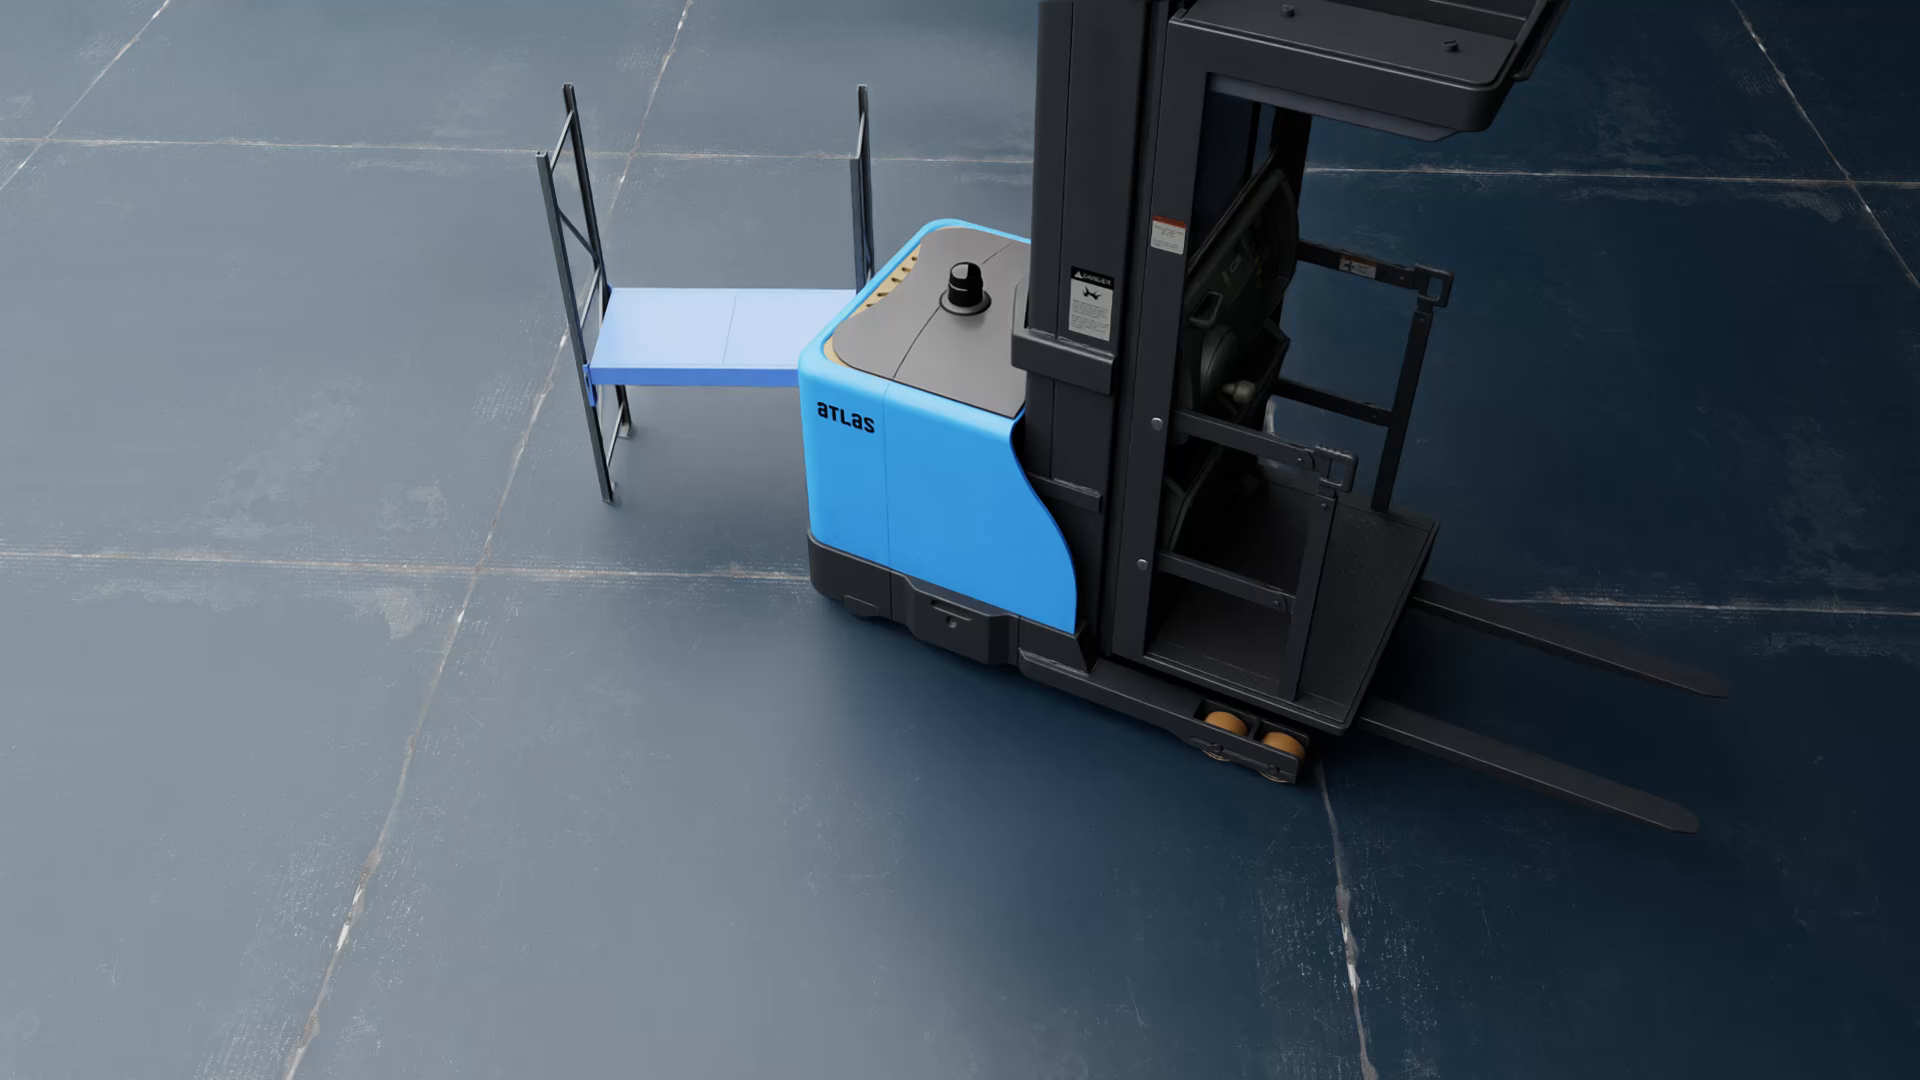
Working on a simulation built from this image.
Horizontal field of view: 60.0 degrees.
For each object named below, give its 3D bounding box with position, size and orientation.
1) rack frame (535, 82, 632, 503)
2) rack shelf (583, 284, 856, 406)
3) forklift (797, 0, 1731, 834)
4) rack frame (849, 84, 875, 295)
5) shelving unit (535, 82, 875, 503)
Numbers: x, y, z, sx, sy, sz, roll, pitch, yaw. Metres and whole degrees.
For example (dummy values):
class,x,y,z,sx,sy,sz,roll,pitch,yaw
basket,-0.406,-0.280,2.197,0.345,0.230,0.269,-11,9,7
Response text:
class,x,y,z,sx,sy,sz,roll,pitch,yaw
rack frame,-1.356,-0.863,6.076,0.032,1.500,0.500,1,43,1
rack shelf,-0.848,-0.726,6.193,1.000,0.185,0.538,1,43,1
forklift,1.011,-0.703,4.854,3.031,2.935,1.130,19,46,19
rack frame,-0.340,-0.853,6.065,0.032,1.500,0.500,1,43,1
shelving unit,-0.848,-0.858,6.071,1.048,1.500,0.538,1,43,1
